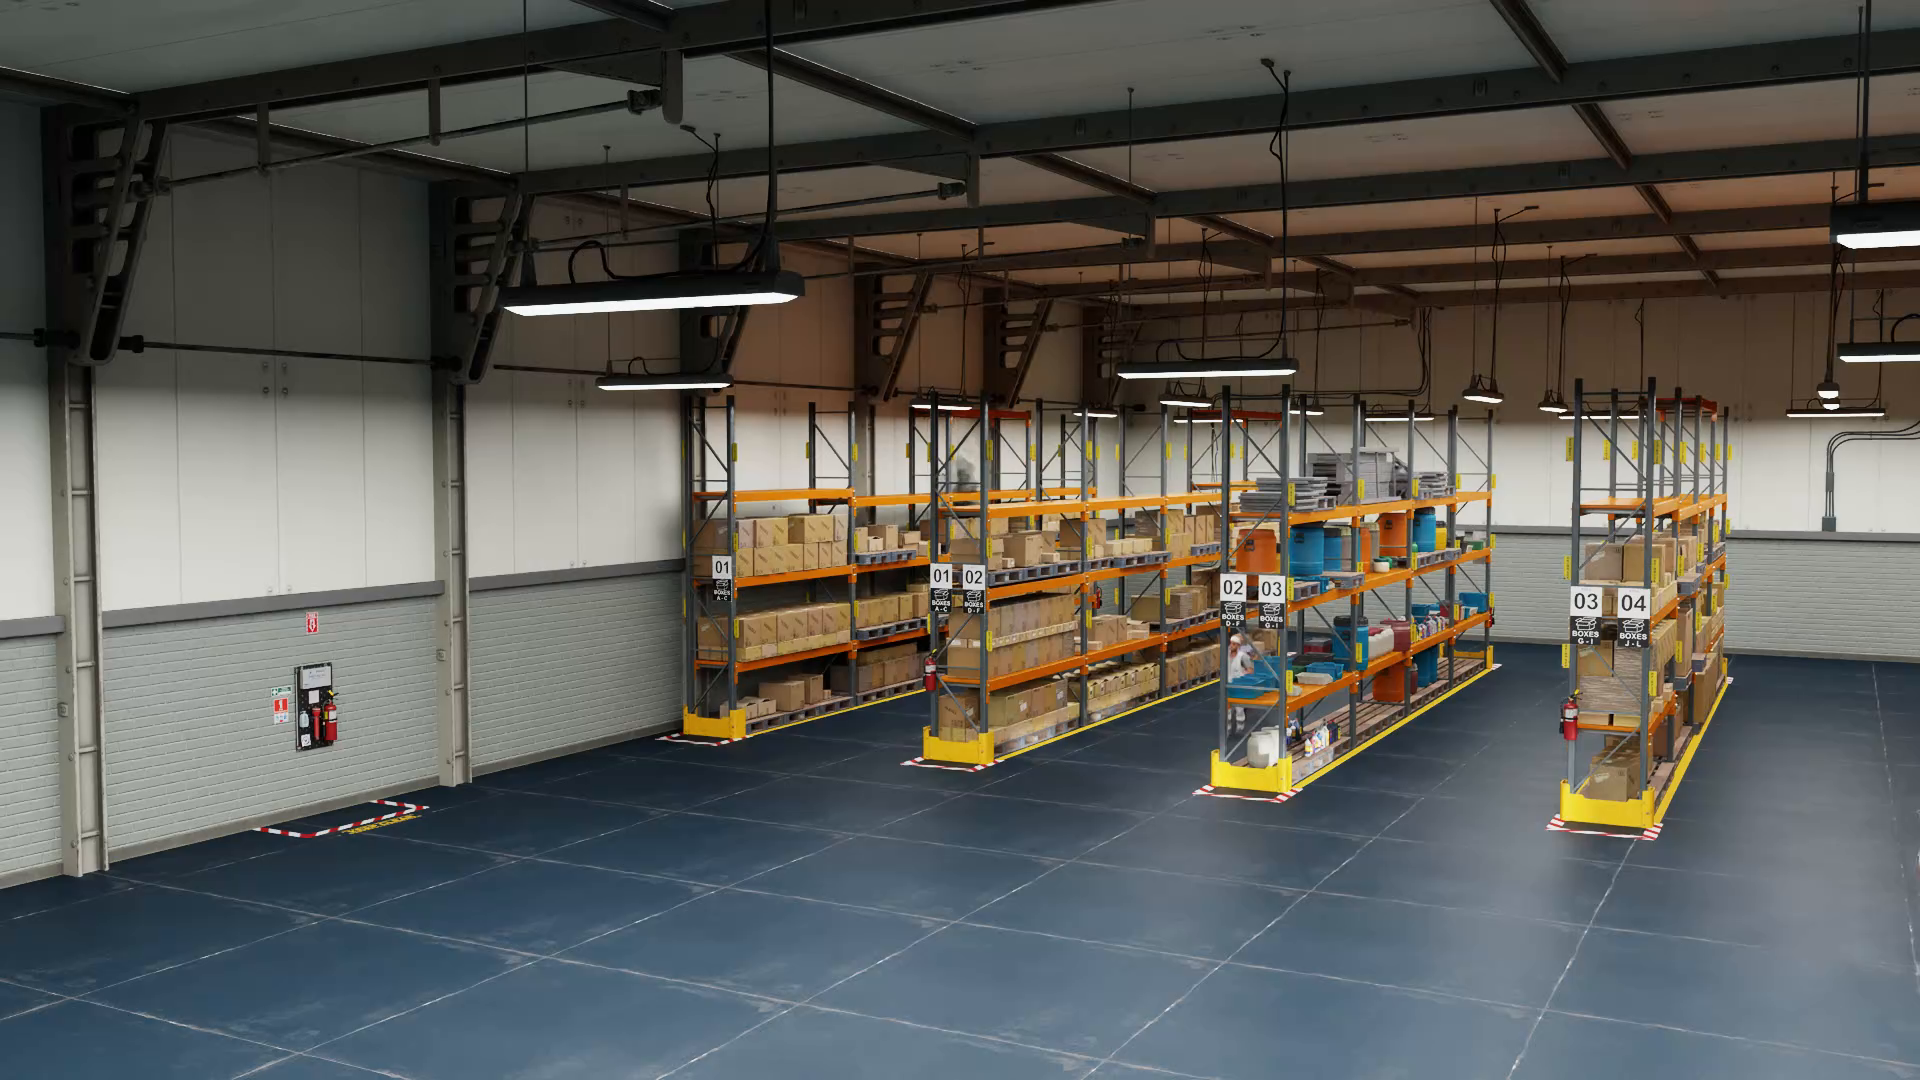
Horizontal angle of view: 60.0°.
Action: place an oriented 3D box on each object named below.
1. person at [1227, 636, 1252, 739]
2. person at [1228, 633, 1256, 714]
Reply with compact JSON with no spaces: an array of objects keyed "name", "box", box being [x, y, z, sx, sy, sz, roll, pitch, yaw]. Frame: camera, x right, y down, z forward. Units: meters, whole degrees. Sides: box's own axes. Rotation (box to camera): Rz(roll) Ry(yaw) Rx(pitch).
[{"name":"person","box":[4.804,2.591,29.077,0.637,1.834,0.767,2,3,27]},{"name":"person","box":[5.171,2.545,30.830,0.606,1.648,0.924,1,3,14]}]
